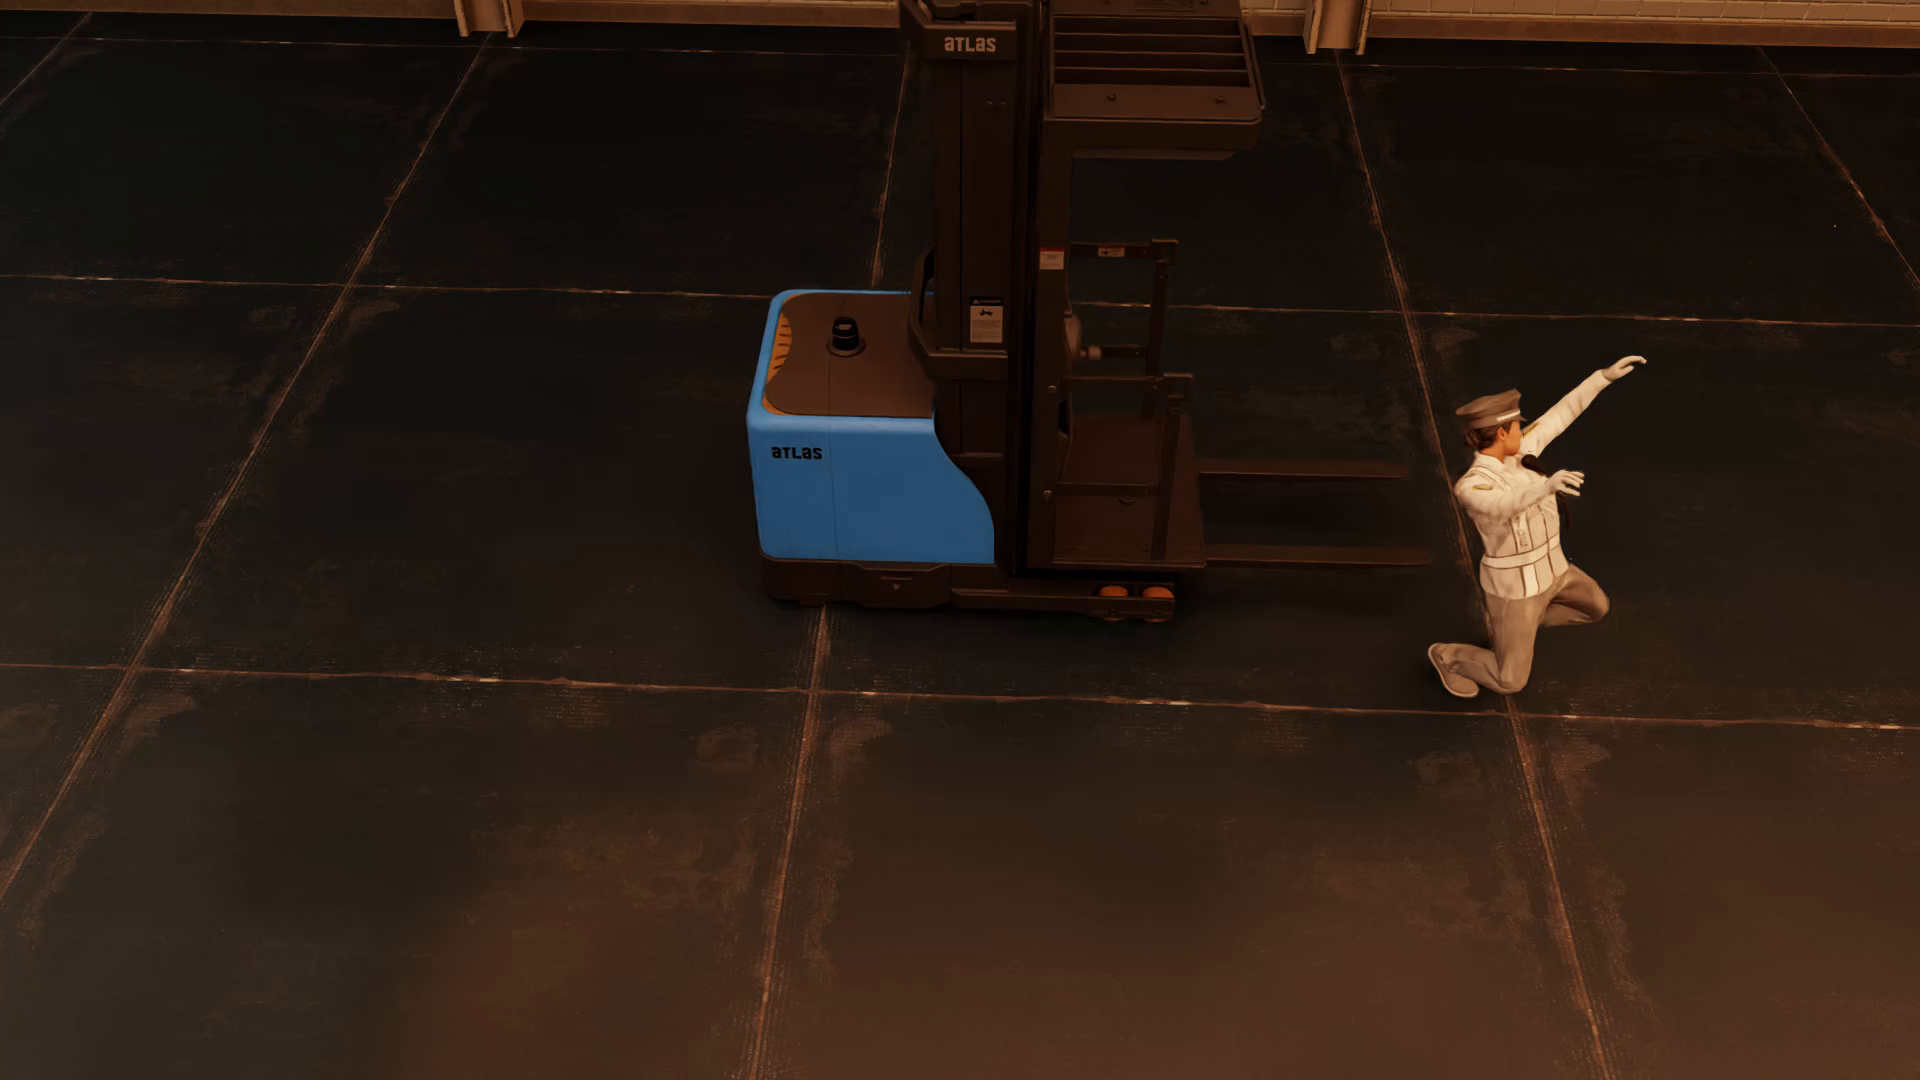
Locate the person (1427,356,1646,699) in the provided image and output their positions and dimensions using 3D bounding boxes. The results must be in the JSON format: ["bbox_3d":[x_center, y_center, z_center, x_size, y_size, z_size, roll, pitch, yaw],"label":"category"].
[{"bbox_3d":[2.276,-0.001,6.786,0.761,1.531,0.876,33,52,31],"label":"person"}]

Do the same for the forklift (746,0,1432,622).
[{"bbox_3d":[0.621,-1.079,6.924,3.031,2.935,1.130,1,42,2],"label":"forklift"}]
